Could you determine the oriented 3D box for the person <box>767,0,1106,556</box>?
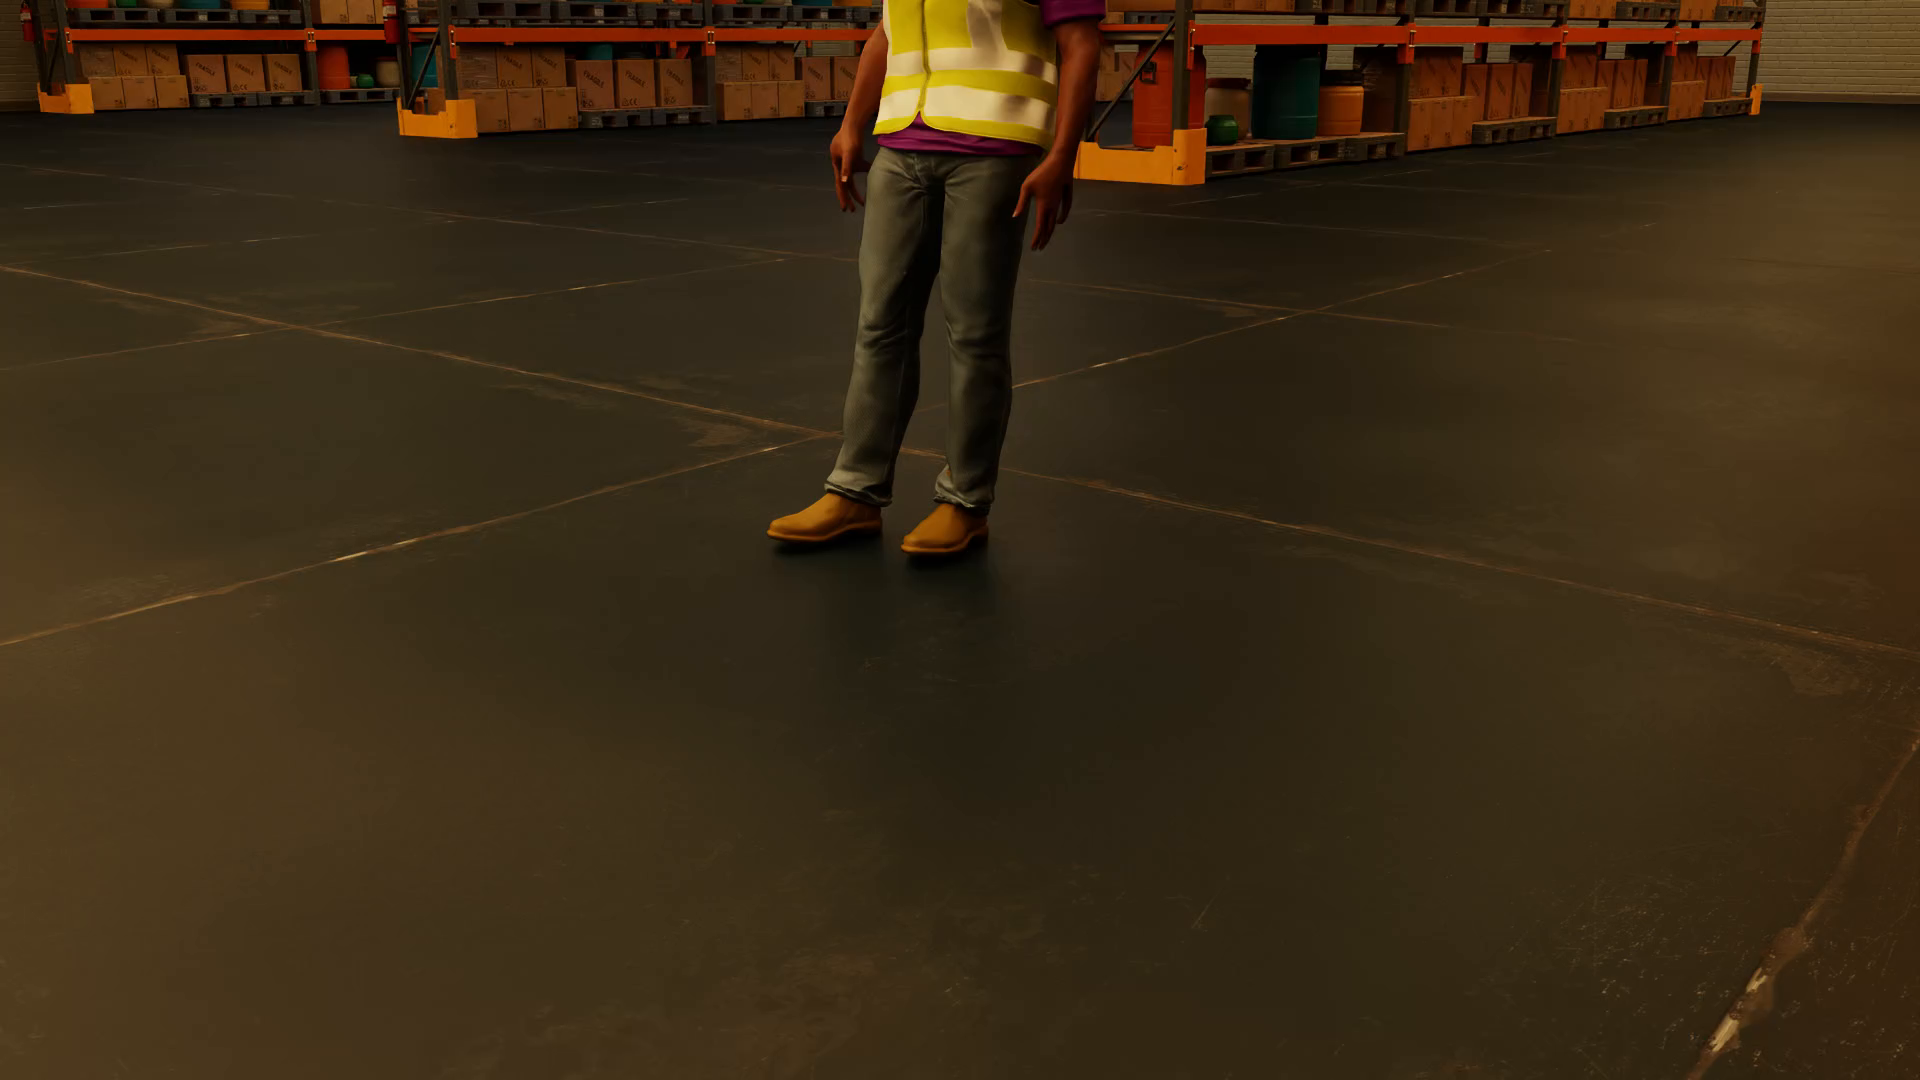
[{"bbox_3d":[-0.049,-0.837,3.635,0.665,1.768,0.575,13,21,37],"label":"person"}]
